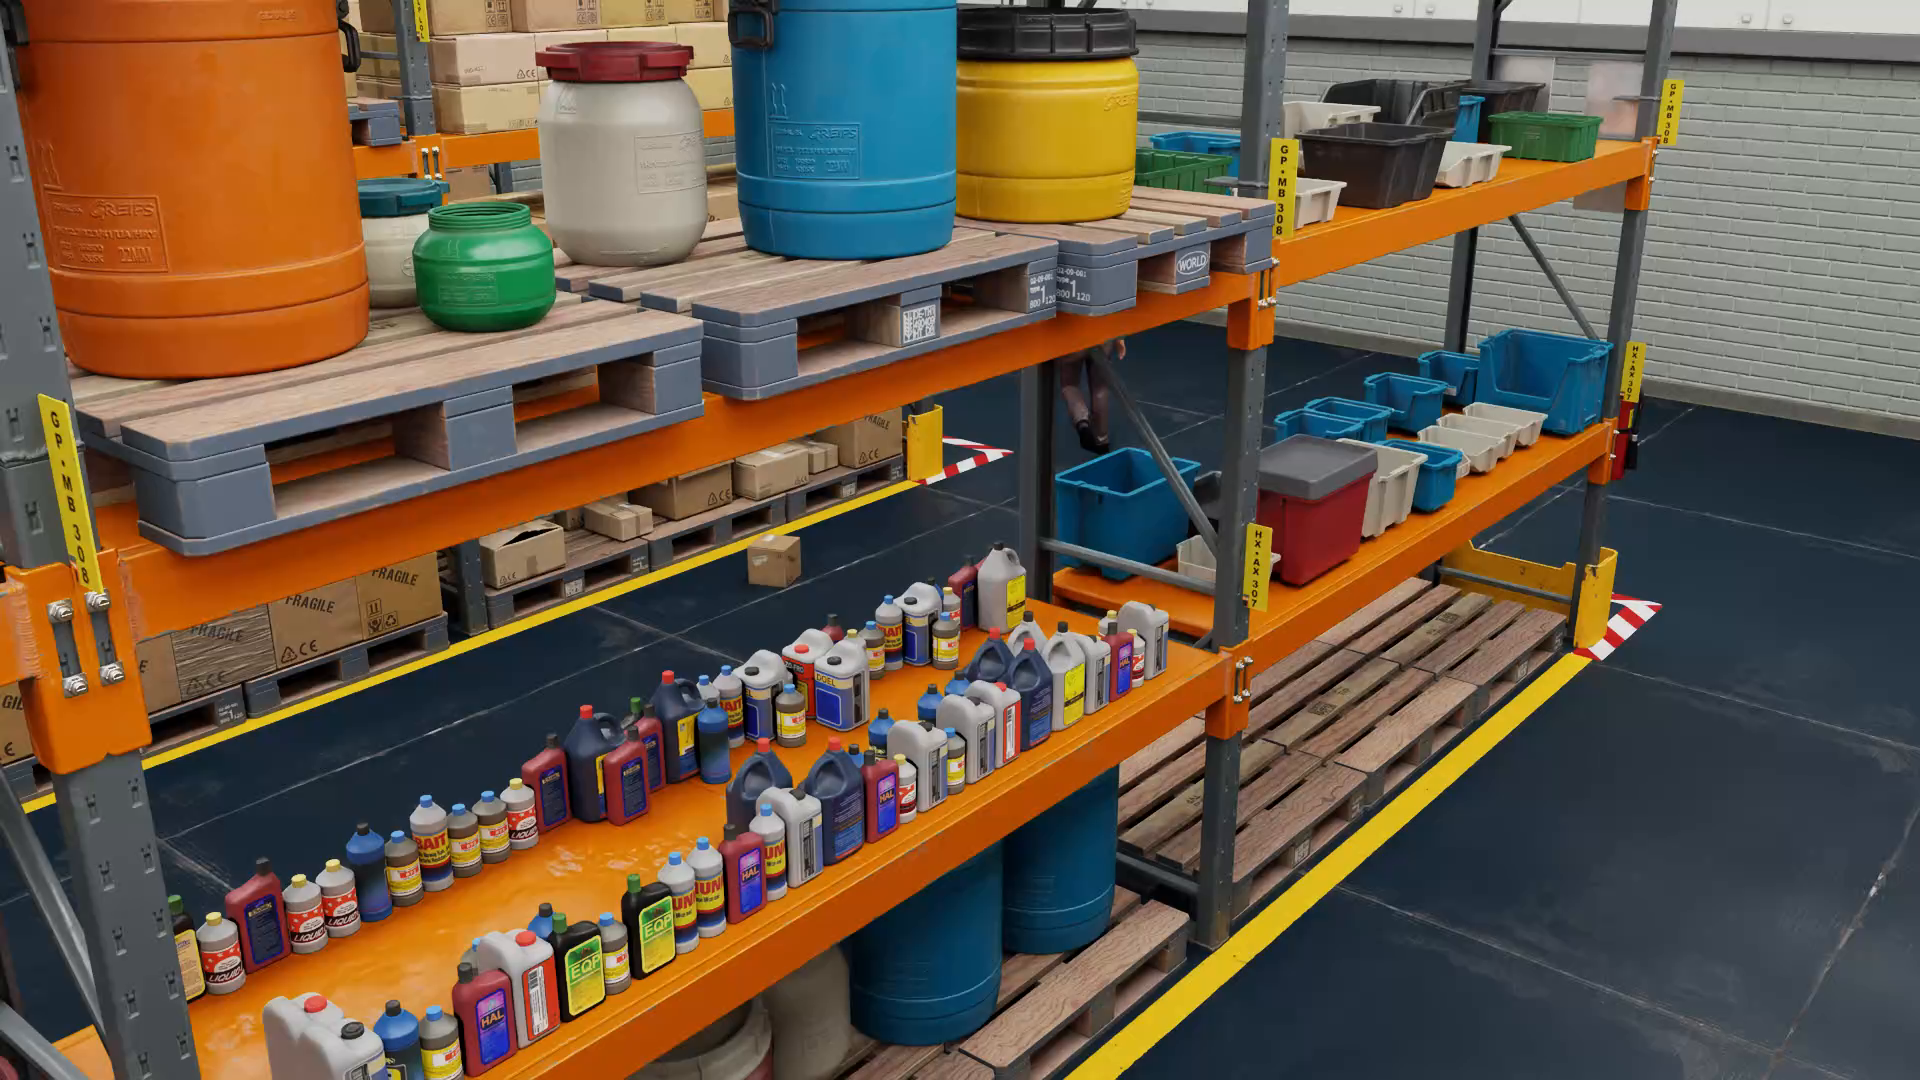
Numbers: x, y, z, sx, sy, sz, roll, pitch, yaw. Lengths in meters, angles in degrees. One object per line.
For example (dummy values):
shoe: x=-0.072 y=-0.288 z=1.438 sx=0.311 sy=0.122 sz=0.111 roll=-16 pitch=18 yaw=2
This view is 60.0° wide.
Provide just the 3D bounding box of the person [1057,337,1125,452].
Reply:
person: x=0.948 y=-1.486 z=12.653 sx=0.652 sy=1.693 sz=0.540 roll=-1 pitch=20 yaw=-3
